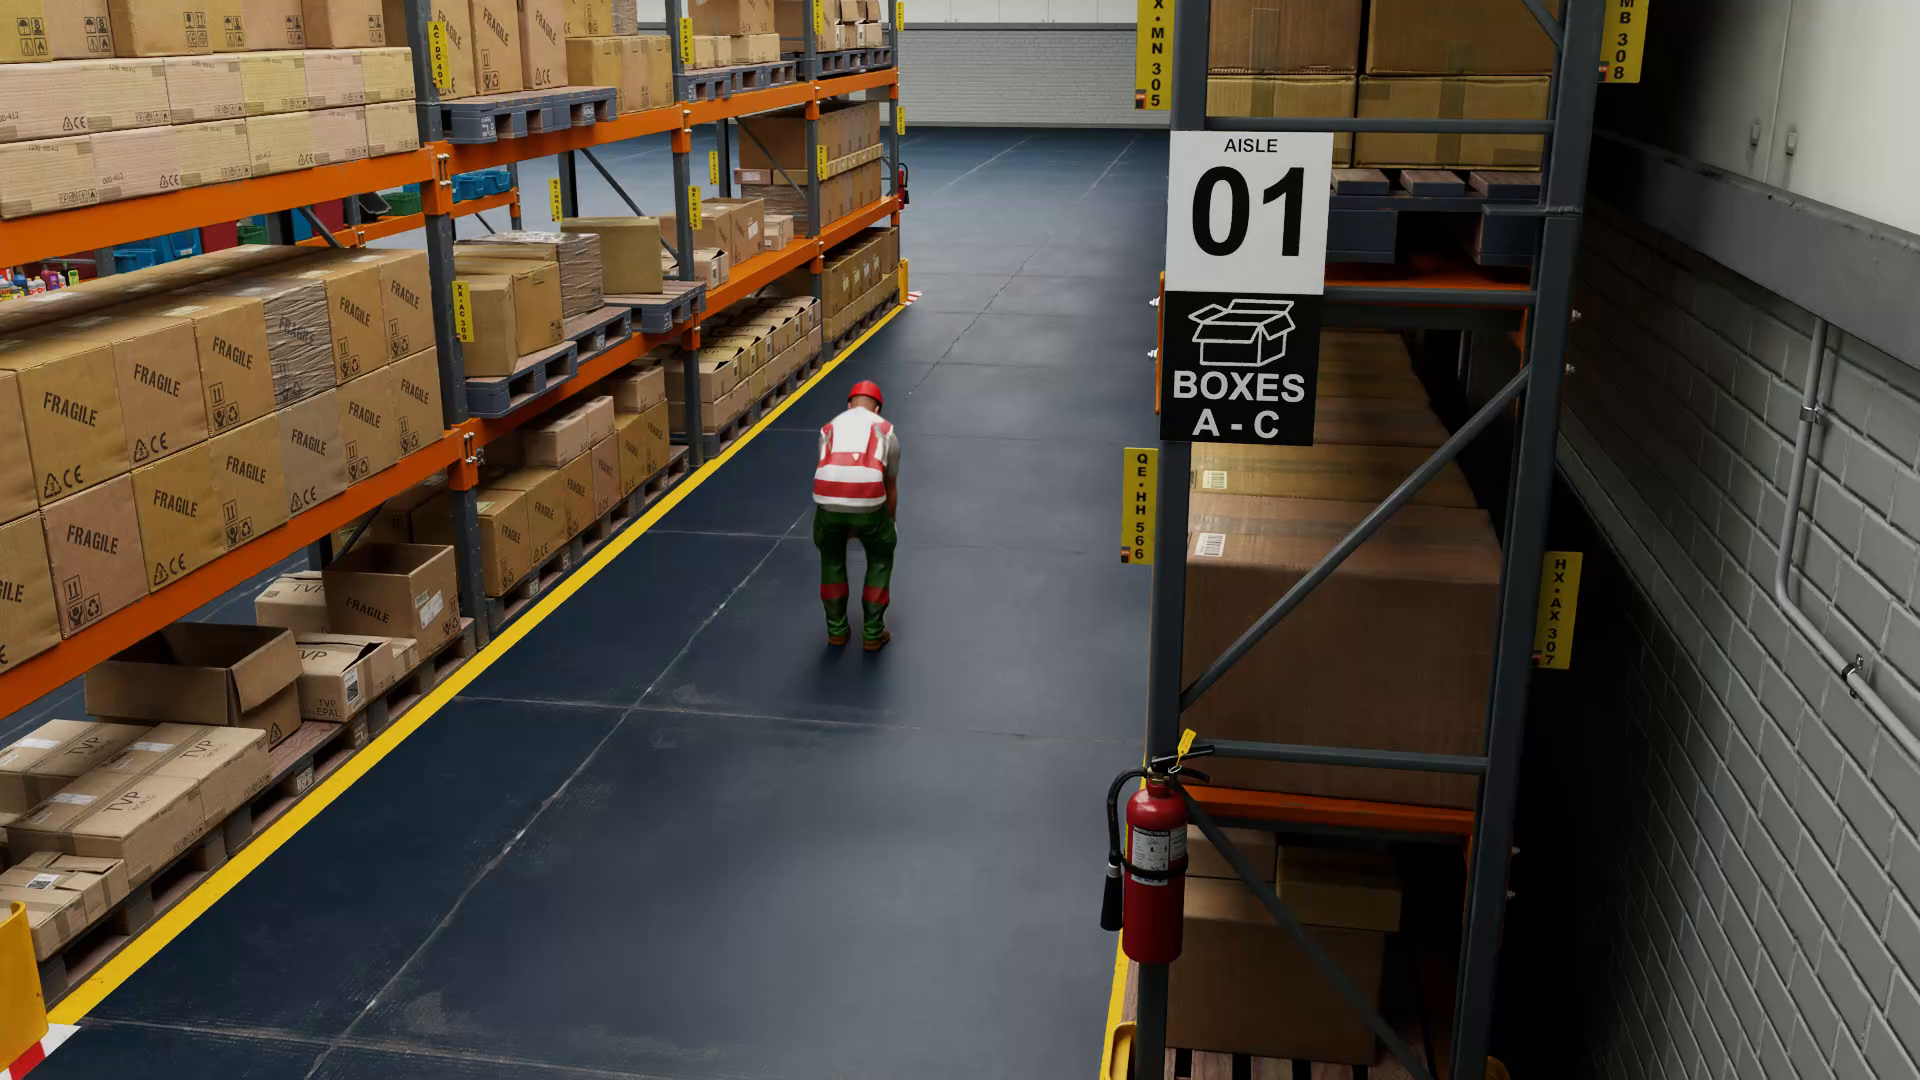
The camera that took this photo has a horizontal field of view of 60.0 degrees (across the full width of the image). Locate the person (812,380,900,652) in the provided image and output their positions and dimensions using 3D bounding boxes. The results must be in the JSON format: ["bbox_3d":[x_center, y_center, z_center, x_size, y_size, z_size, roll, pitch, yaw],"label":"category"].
[{"bbox_3d":[-0.581,-0.149,9.558,0.489,1.434,0.872,2,18,7],"label":"person"}]
